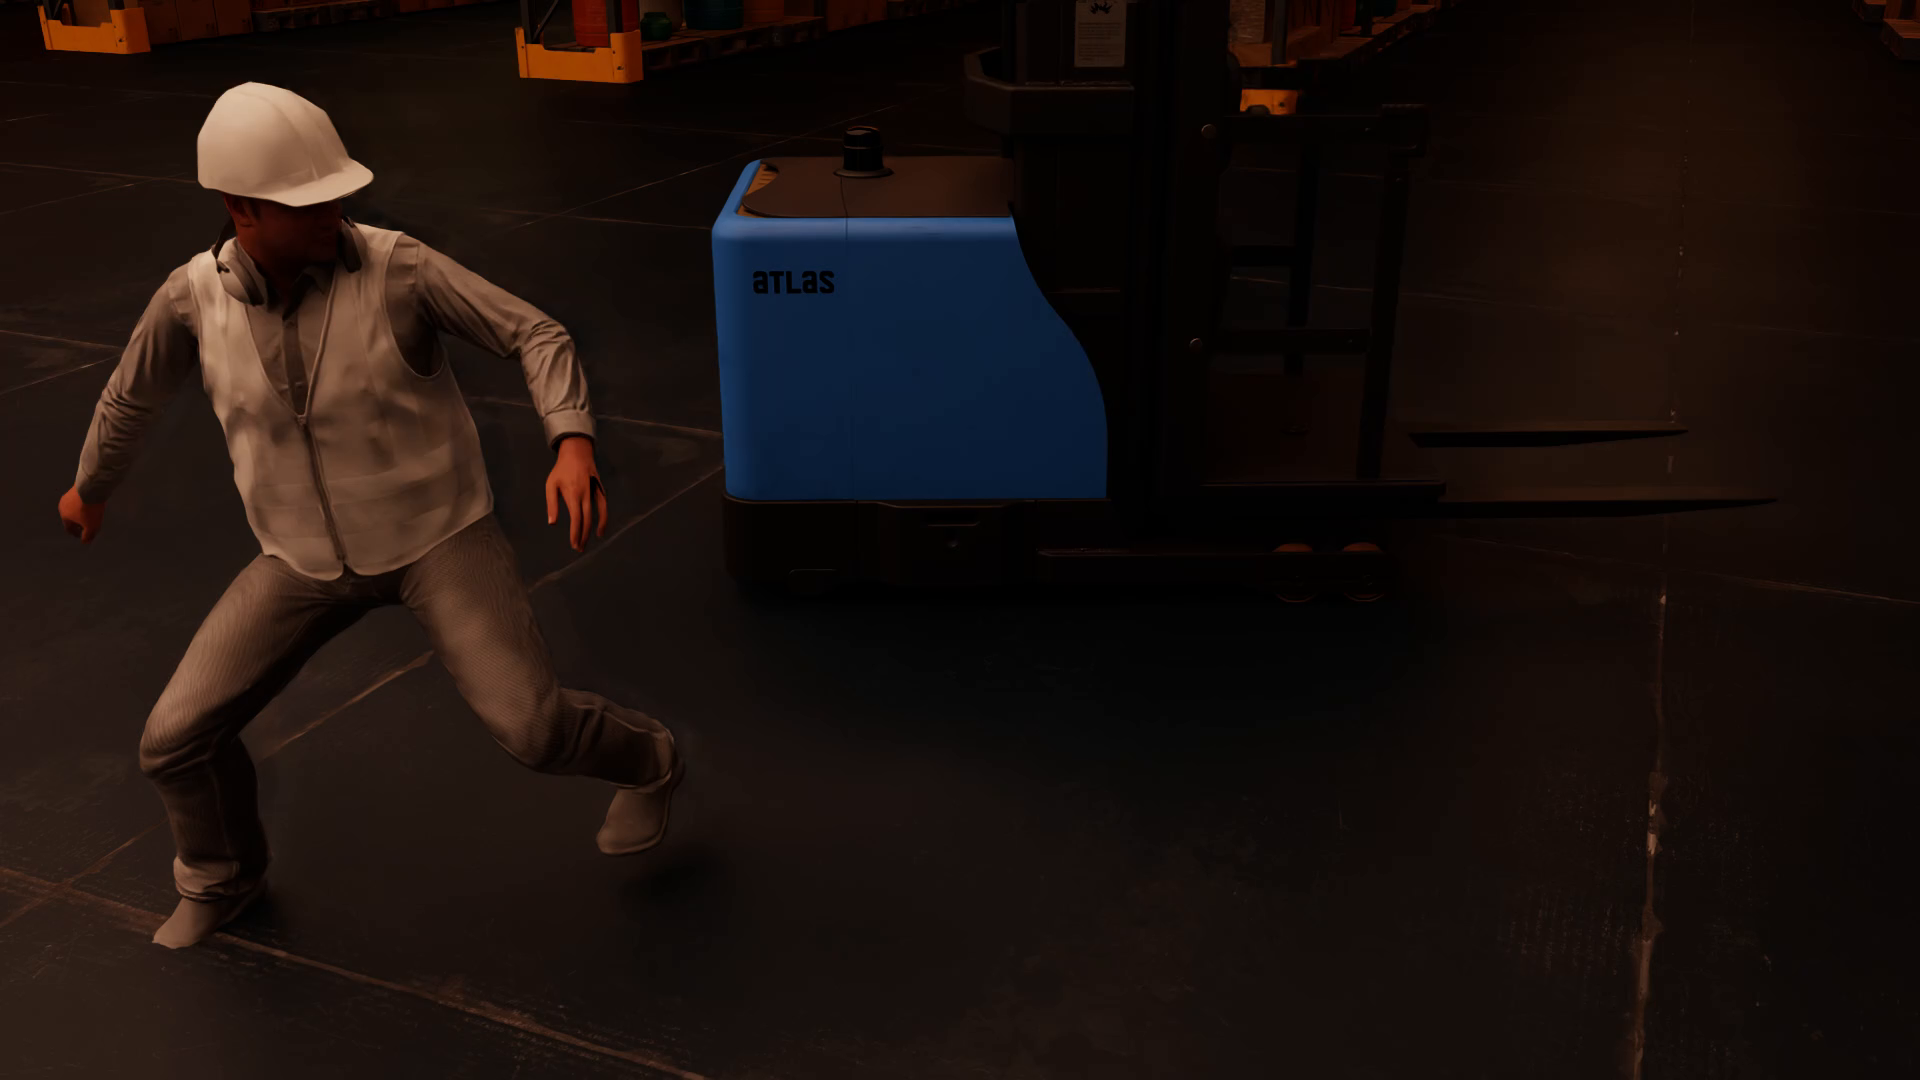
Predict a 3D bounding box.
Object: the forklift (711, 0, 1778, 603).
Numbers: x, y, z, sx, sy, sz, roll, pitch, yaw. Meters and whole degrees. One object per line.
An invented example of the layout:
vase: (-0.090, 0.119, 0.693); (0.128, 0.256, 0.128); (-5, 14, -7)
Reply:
forklift: (0.843, -1.380, 4.594); (3.031, 2.935, 1.130); (-1, 23, -1)

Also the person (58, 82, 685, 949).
person: (-1.166, 0.006, 3.083); (1.162, 1.679, 0.526); (1, 23, 2)
